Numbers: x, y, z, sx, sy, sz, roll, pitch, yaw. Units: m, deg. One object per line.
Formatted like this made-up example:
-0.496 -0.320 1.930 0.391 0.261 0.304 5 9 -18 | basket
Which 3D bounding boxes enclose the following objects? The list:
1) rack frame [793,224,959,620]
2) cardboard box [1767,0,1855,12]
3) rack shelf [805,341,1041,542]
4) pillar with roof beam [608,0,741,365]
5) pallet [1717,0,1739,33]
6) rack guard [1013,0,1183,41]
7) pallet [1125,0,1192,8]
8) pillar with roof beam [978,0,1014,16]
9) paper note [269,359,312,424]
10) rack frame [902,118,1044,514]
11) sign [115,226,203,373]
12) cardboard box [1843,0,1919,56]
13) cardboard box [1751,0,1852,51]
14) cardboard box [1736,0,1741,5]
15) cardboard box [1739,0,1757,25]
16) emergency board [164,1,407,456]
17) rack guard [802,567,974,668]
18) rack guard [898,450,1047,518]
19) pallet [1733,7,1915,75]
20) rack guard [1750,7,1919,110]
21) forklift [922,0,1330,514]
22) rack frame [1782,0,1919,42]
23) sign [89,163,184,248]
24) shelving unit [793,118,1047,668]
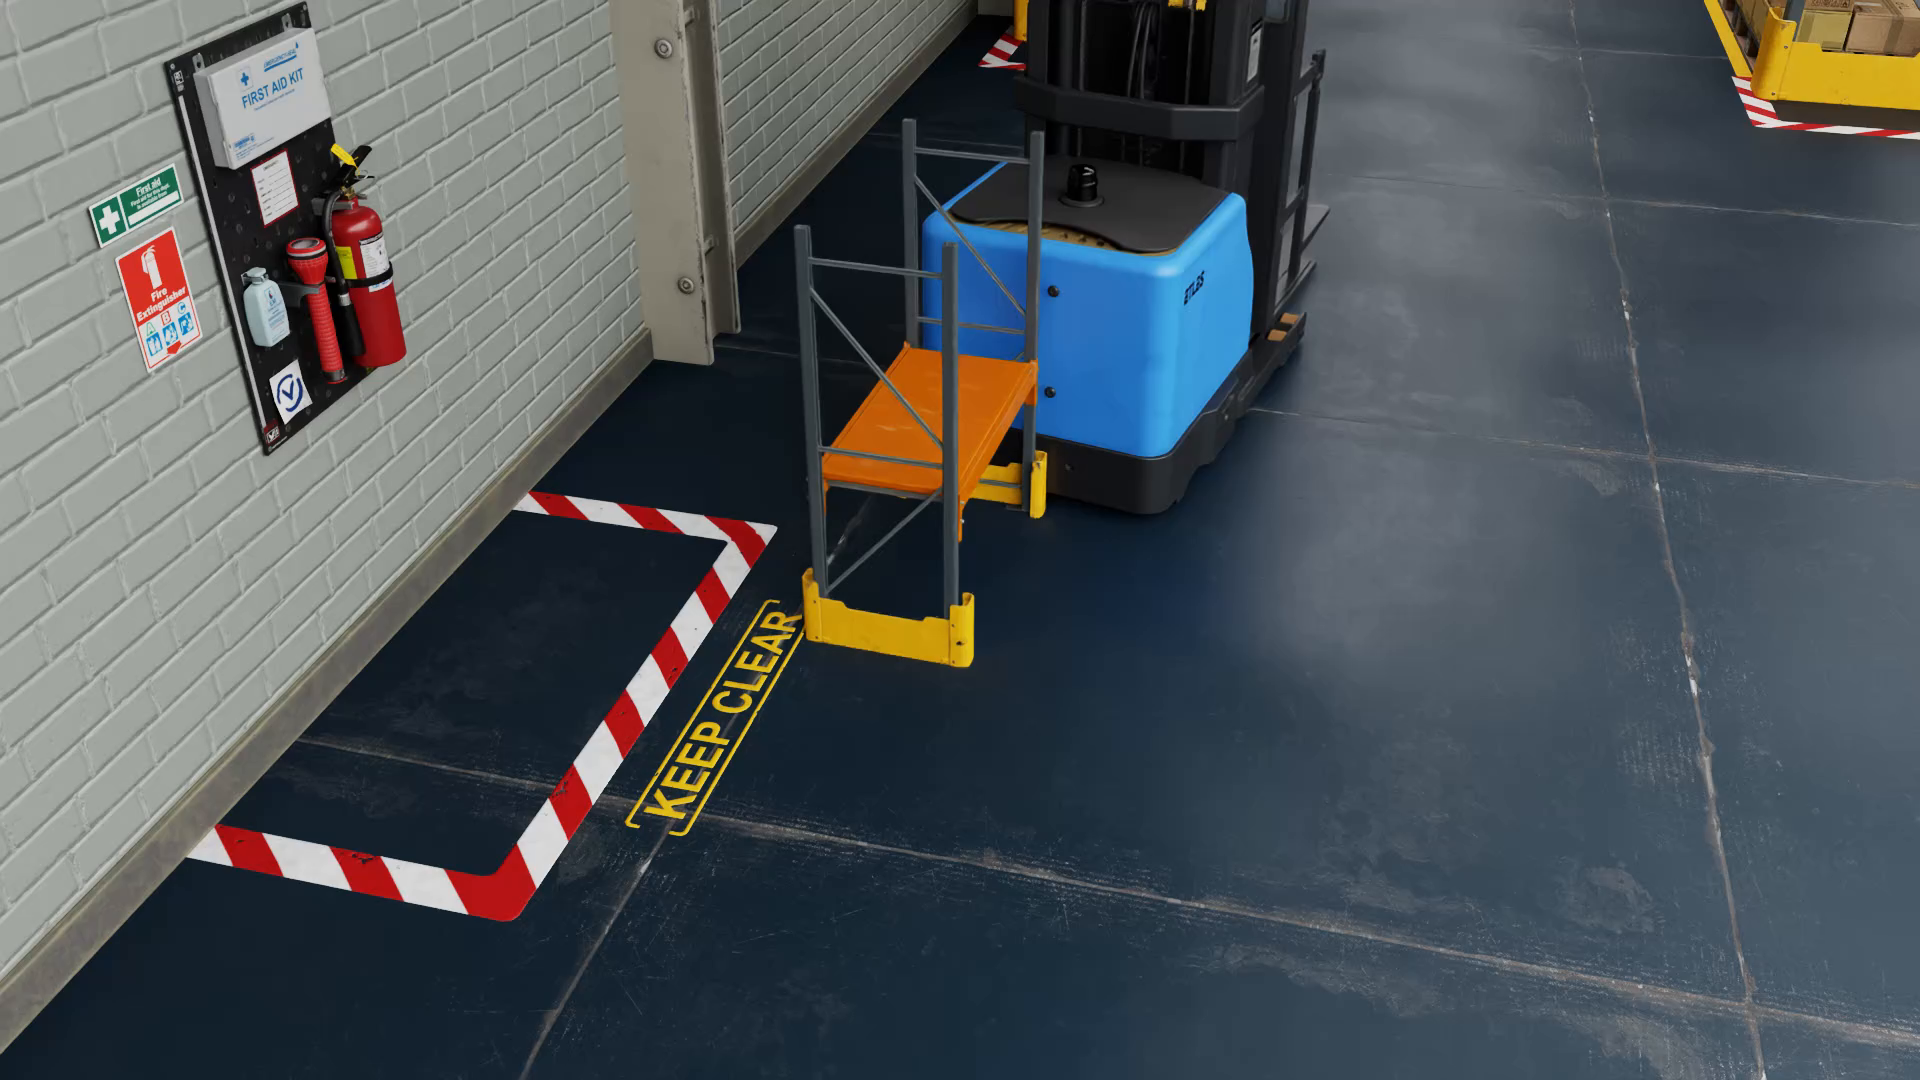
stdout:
-0.248 -0.257 5.255 0.500 1.500 0.032 9 34 14 | rack frame
5.598 -3.788 10.885 0.500 0.500 0.500 8 33 12 | cardboard box
-0.103 -0.366 5.763 0.538 0.185 1.000 9 34 14 | rack shelf
2.939 -4.121 4.345 9.100 9.000 0.400 8 33 12 | pillar with roof beam
6.215 -3.993 12.334 1.003 0.211 1.213 8 33 12 | pallet
0.976 -3.793 11.750 1.175 0.500 0.348 8 33 12 | rack guard
1.217 -4.088 12.483 1.003 0.211 1.213 8 33 12 | pallet
4.462 -7.235 9.243 9.100 9.000 0.400 8 33 12 | pillar with roof beam
-2.000 -0.444 4.974 0.016 0.148 0.142 8 33 12 | paper note
0.042 -0.779 6.078 0.500 1.500 0.032 9 34 14 | rack frame
-2.129 -0.641 4.428 0.001 0.329 0.234 8 33 12 | sign
6.101 -3.401 10.975 0.500 0.250 0.500 8 33 12 | cardboard box
5.600 -3.471 11.086 0.500 0.250 0.500 8 33 12 | cardboard box
5.840 -3.992 11.905 0.500 0.250 0.500 8 33 12 | cardboard box
5.715 -3.732 11.496 0.500 0.250 0.500 8 33 12 | cardboard box
-1.889 -0.898 4.867 0.194 1.169 0.643 8 33 12 | emergency board
-0.243 0.261 5.607 0.587 0.250 0.087 9 34 14 | rack guard
0.042 -0.251 6.412 0.587 0.250 0.087 9 34 14 | rack guard
5.903 -3.361 11.341 1.003 0.211 1.213 8 33 12 | pallet
5.743 -3.068 10.611 1.175 0.500 0.348 8 33 12 | rack guard
0.934 -2.107 6.832 1.130 2.935 3.031 14 35 21 | forklift
5.750 -4.136 9.959 1.000 3.000 0.127 8 33 12 | rack frame
-2.119 -0.865 4.288 0.001 0.109 0.331 8 33 12 | sign
-0.100 -0.523 5.674 0.587 1.500 1.083 9 34 14 | shelving unit
